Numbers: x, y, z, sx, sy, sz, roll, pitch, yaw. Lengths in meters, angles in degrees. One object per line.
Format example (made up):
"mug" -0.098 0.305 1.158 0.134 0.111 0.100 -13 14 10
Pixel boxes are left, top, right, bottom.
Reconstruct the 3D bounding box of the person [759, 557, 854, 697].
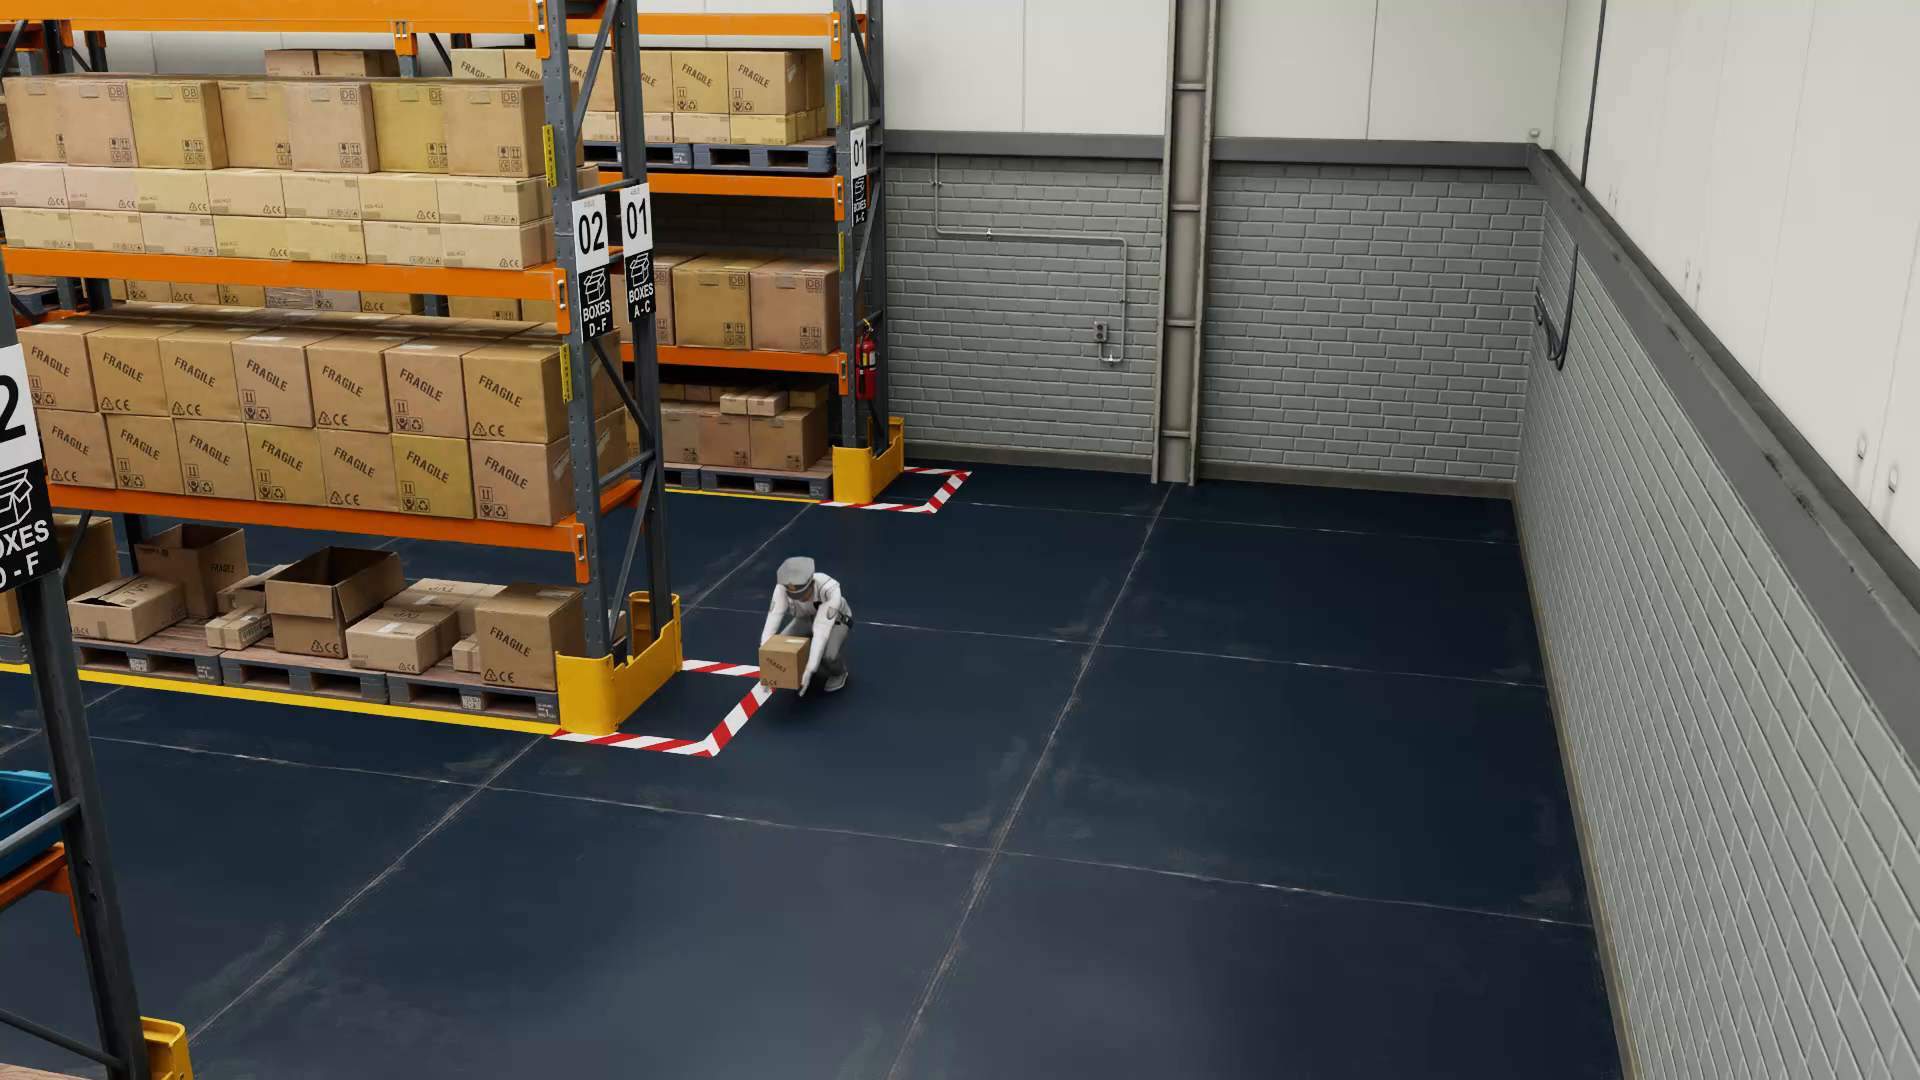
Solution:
"person" -0.970 0.523 10.610 0.471 0.972 0.848 7 19 19
